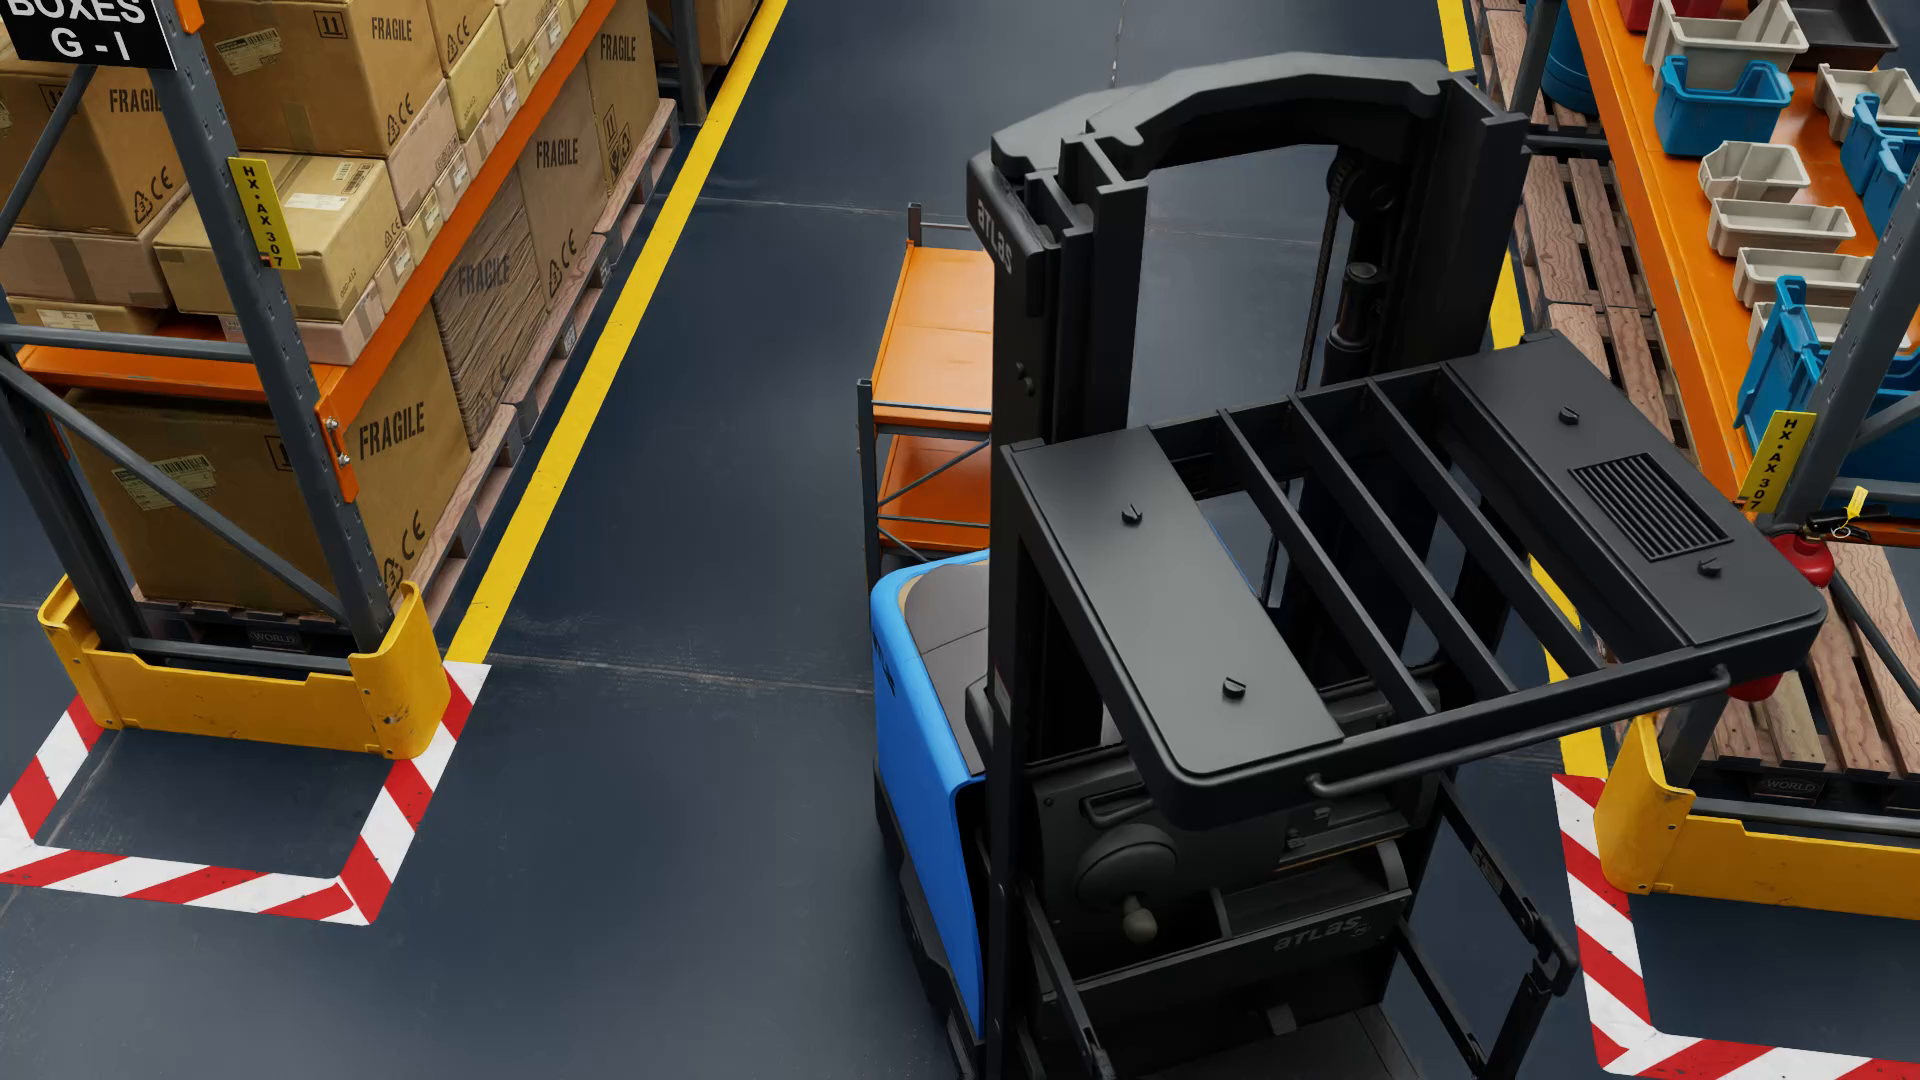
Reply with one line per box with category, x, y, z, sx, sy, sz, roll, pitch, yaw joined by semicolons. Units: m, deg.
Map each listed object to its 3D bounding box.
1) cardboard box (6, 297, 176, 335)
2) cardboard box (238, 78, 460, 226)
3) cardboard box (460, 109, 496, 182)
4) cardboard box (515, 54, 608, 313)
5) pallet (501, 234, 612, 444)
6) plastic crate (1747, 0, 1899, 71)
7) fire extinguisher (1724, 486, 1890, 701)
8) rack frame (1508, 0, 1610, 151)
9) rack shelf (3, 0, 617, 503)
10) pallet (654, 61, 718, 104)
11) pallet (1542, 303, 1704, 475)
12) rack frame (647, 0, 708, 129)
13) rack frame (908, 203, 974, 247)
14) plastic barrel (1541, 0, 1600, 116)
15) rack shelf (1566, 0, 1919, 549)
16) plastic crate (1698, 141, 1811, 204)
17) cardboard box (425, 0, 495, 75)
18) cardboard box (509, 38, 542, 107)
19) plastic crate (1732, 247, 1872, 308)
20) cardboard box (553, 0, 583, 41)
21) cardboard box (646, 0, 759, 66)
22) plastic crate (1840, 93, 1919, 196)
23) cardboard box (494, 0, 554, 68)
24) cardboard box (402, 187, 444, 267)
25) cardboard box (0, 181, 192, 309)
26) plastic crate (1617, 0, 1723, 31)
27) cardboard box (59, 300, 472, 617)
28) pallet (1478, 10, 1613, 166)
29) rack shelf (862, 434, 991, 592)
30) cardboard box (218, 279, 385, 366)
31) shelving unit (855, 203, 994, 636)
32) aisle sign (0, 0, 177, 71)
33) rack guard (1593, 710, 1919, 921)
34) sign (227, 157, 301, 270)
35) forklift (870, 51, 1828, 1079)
cardboard box;-2.609;-0.725;5.017;0.380;0.149;0.250;6;44;6
cardboard box;-1.937;-1.255;5.286;0.500;0.250;0.500;5;44;5
cardboard box;-1.822;-1.365;5.693;0.380;0.149;0.250;4;44;5
cardboard box;-2.087;-1.595;6.993;0.875;0.875;0.875;5;44;6
pallet;-2.138;-0.912;7.060;1.003;0.211;1.213;5;44;6
plastic crate;3.226;-1.954;6.289;0.437;0.125;0.590;5;44;6
fire extinguisher;2.109;0.132;4.257;0.296;0.674;0.183;5;44;6
rack frame;3.108;-2.820;7.046;1.000;3.000;0.127;5;44;6
rack shelf;-2.066;-1.646;6.329;1.077;0.370;4.000;5;44;6
pallet;-1.774;-2.790;9.043;1.003;0.211;1.213;5;44;6
pallet;2.891;-0.469;6.591;1.003;0.211;1.213;5;44;6
rack frame;-1.801;-3.270;7.522;1.000;3.000;0.127;5;44;6
rack frame;0.066;-0.750;6.224;0.500;1.125;0.032;5;44;6
plastic barrel;3.197;-2.579;8.013;0.600;0.901;0.708;5;44;6
rack shelf;2.844;-1.195;5.854;1.077;0.370;4.000;5;44;6
plastic crate;2.594;-1.183;5.466;0.298;0.136;0.250;5;44;6
cardboard box;-1.870;-1.867;5.387;0.500;0.500;0.500;4;44;4
cardboard box;-1.754;-1.713;6.060;0.380;0.149;0.250;4;44;4
plastic crate;2.560;-0.788;5.049;0.396;0.136;0.243;5;44;6
cardboard box;-1.686;-2.065;6.432;0.380;0.149;0.250;5;44;5
cardboard box;-1.737;-3.089;8.570;1.225;0.875;0.875;5;44;6
plastic crate;3.152;-1.295;5.514;0.416;0.233;0.300;5;44;6
cardboard box;-1.803;-1.953;6.024;0.500;0.250;0.500;4;44;5
cardboard box;-1.890;-1.014;5.322;0.380;0.149;0.250;4;44;5
cardboard box;-2.529;-0.952;4.966;0.500;0.250;0.500;5;44;5
plastic crate;2.742;-2.279;6.385;0.402;0.464;0.583;5;44;6
cardboard box;-2.325;-0.368;5.697;0.875;0.875;0.875;5;44;6
pallet;3.252;-2.329;8.556;1.003;0.211;1.213;5;44;6
rack shelf;-0.001;-0.226;6.027;0.538;0.278;1.000;5;44;6
cardboard box;-1.956;-0.664;4.953;0.380;0.149;0.250;6;44;6
shelving unit;-0.001;-0.404;5.858;0.538;1.125;1.048;5;44;6
aisle sign;-2.042;-1.411;3.668;0.394;0.787;0.004;5;44;6
rack guard;2.589;0.832;5.008;1.175;0.500;0.348;5;44;6
sign;-1.781;-0.832;4.260;0.100;0.325;0.005;5;44;6
forklift;0.675;0.672;3.408;1.130;2.935;3.031;-13;45;-13
